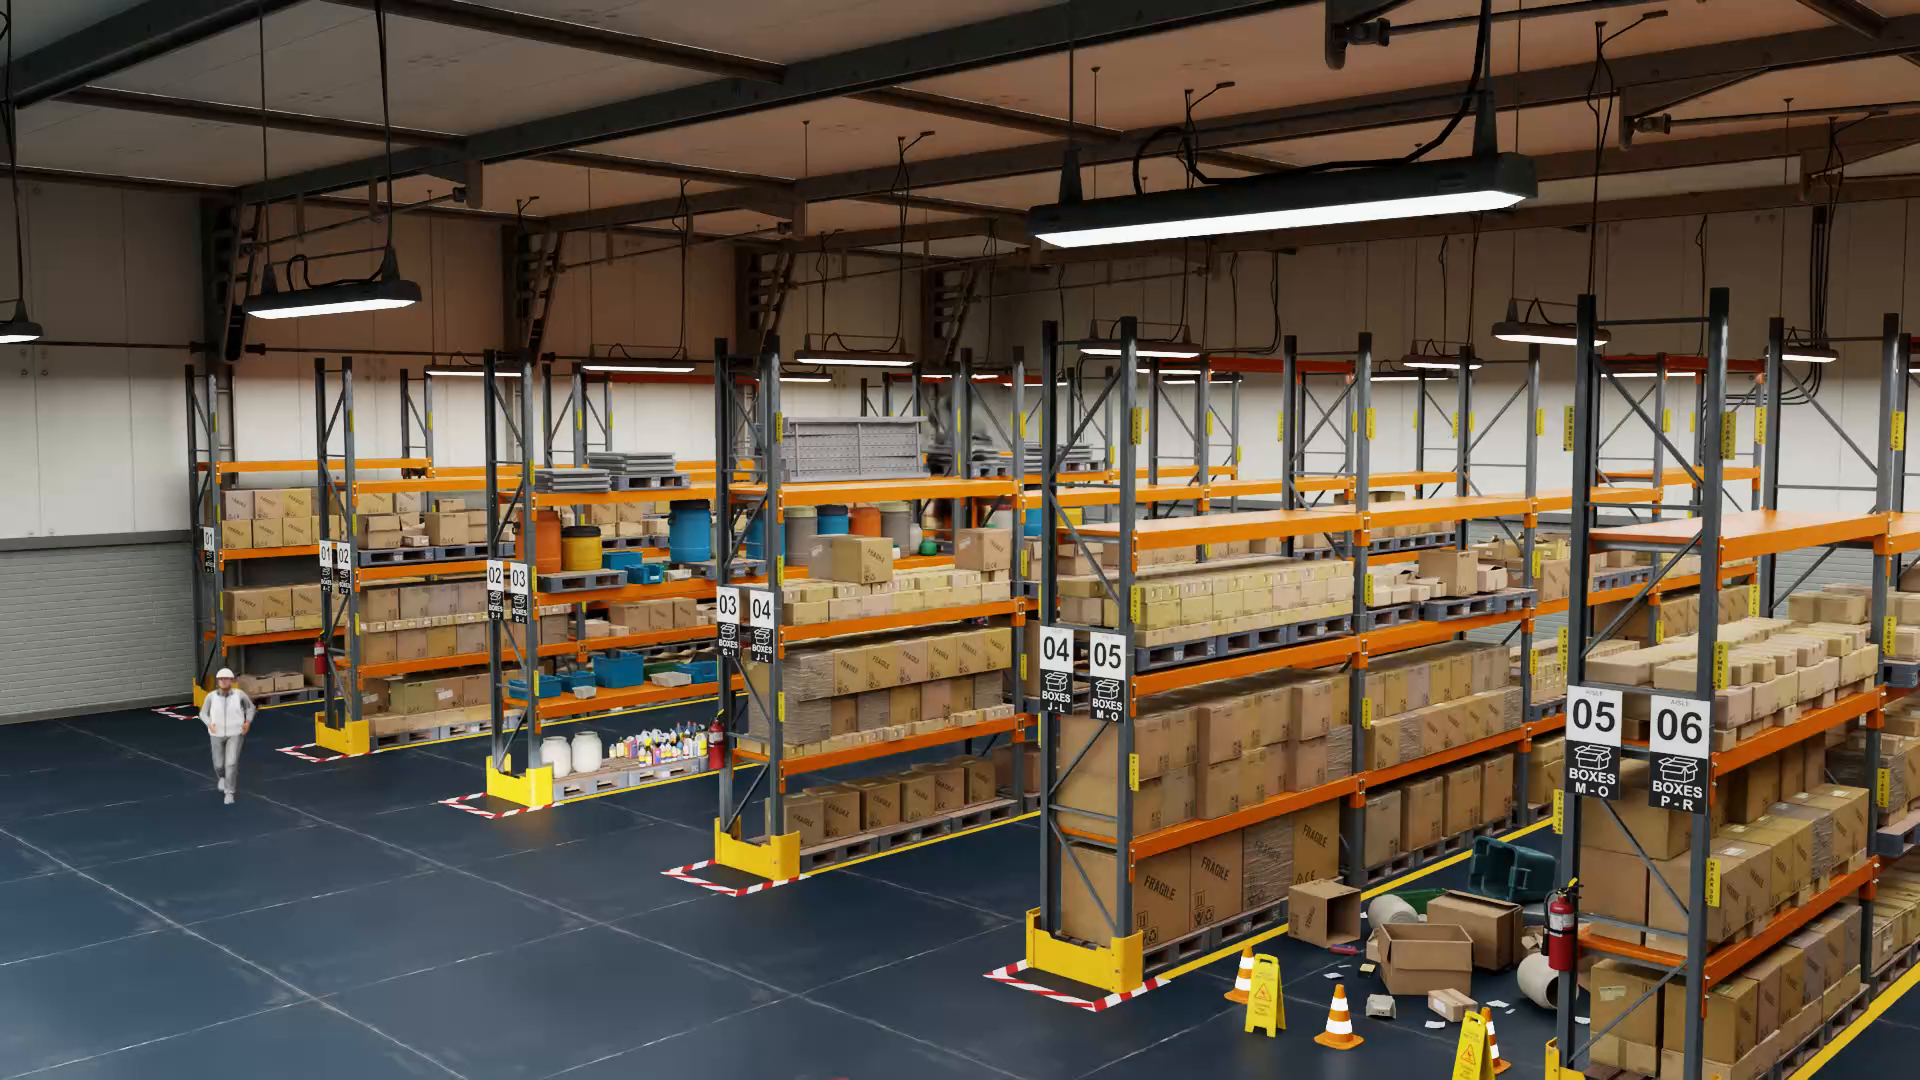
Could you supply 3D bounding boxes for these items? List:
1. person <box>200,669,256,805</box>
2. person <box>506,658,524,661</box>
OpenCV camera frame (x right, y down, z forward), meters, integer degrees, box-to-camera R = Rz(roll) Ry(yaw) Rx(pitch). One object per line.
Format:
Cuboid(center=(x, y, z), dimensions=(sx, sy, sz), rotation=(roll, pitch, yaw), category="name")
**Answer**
Cuboid(center=(-9.785, 2.592, 22.239), dimensions=(0.684, 1.772, 0.764), rotation=(-1, 5, -17), category="person")
Cuboid(center=(-7.939, 1.983, 30.069), dimensions=(0.718, 1.746, 0.833), rotation=(3, 5, 33), category="person")
